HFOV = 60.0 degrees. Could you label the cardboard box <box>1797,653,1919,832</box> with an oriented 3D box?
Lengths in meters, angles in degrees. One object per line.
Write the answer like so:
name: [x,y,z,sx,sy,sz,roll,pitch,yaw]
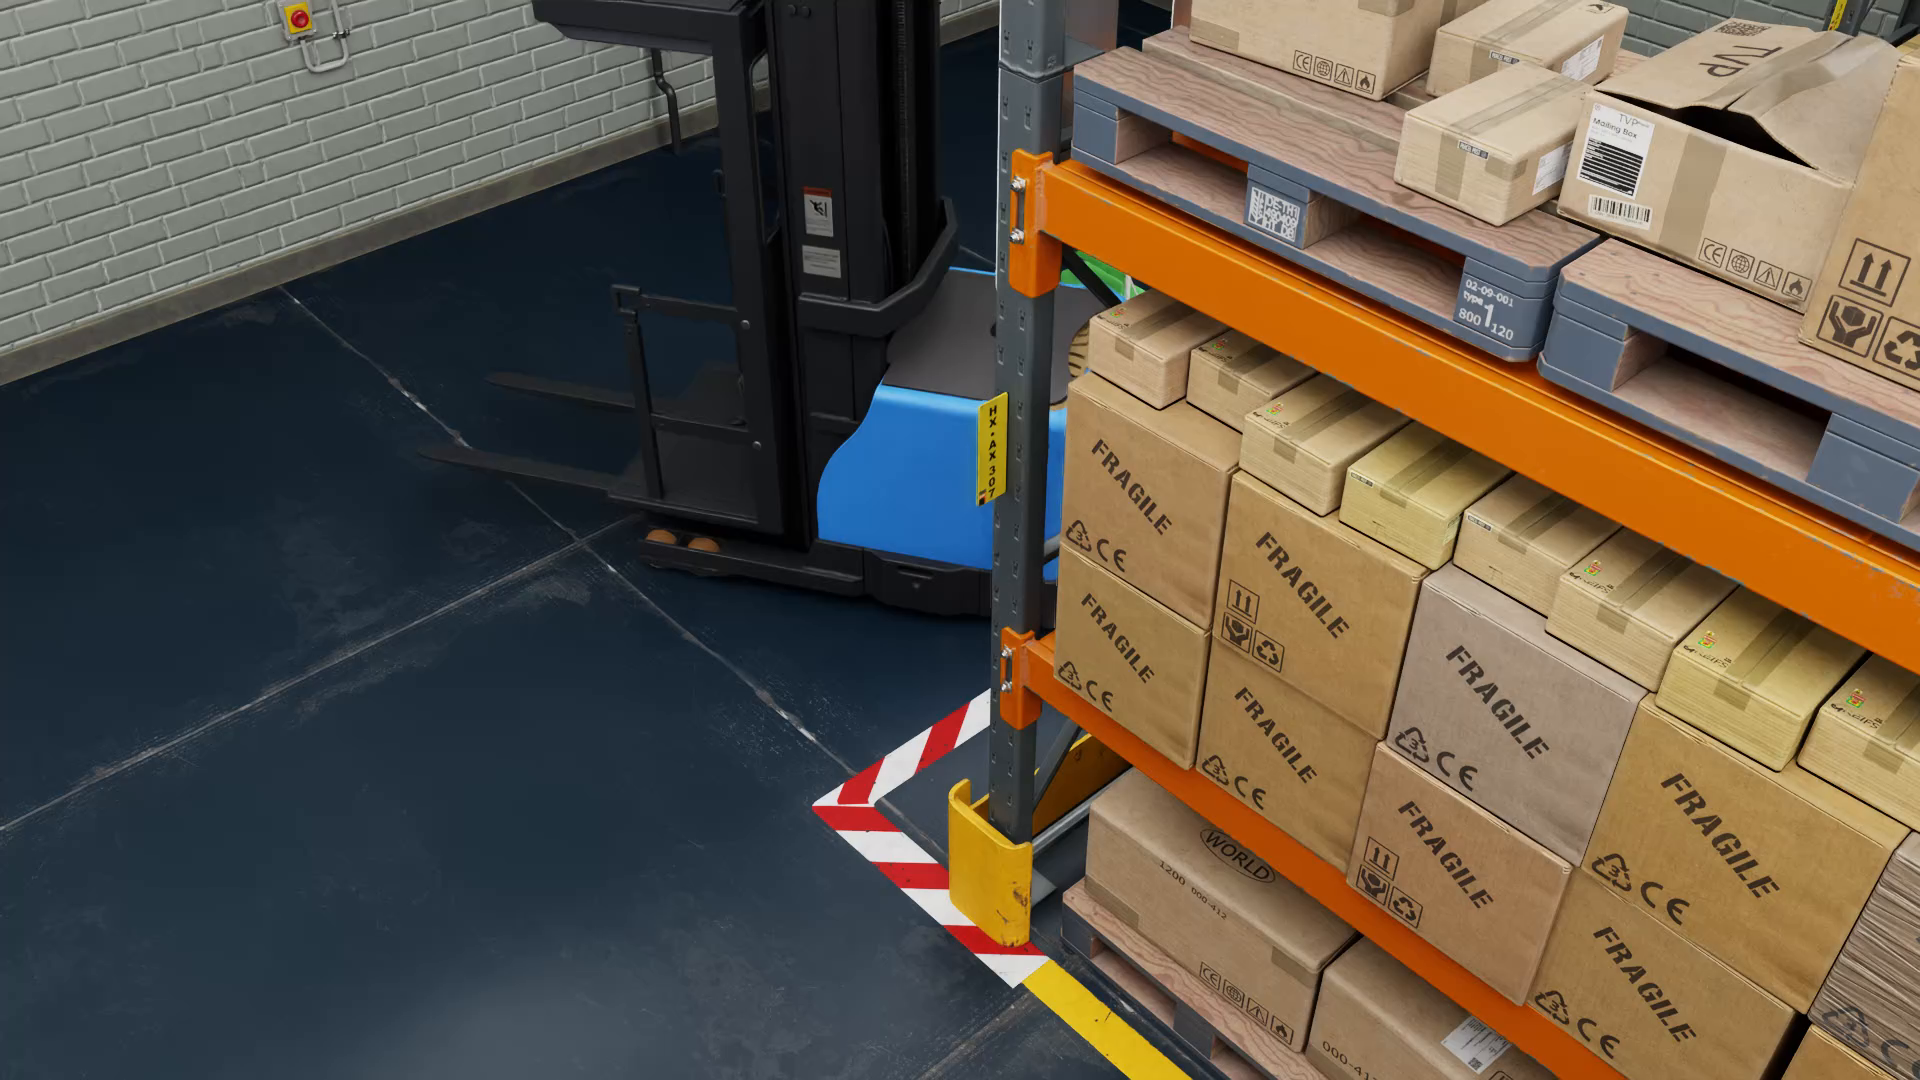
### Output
cardboard box: [1.766,0.335,3.056,0.380,0.149,0.250,-30,48,-32]

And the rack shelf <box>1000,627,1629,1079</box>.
rack shelf: [1.852,1.103,4.070,1.077,0.370,4.000,-30,48,-32]

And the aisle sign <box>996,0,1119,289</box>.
aisle sign: [0.237,-1.024,4.062,0.394,0.787,0.004,-30,48,-32]

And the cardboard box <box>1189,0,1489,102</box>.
cardboard box: [0.870,-1.244,3.721,0.500,0.250,0.500,30,47,31]

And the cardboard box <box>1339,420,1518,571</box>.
cardboard box: [1.047,-0.127,3.628,0.380,0.149,0.250,-32,49,-33]

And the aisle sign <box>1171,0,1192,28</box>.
aisle sign: [0.679,-1.279,4.377,0.394,0.787,0.004,-30,48,-32]

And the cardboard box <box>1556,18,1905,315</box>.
cardboard box: [1.474,-0.723,3.028,0.500,0.311,0.500,-29,47,-31]

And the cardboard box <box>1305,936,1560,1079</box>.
cardboard box: [1.644,1.414,4.817,0.875,0.438,0.875,-29,47,-31]

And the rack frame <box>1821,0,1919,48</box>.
rack frame: [4.153,-2.214,7.604,1.000,3.000,0.127,-30,48,-32]

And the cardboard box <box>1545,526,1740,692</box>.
cardboard box: [1.402,0.106,3.340,0.380,0.149,0.250,-30,47,-31]

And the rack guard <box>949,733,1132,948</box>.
rack guard: [0.483,0.859,5.789,1.175,0.500,0.348,-30,48,-32]

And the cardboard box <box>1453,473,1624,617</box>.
cardboard box: [1.264,-0.028,3.505,0.380,0.149,0.250,-29,47,-31]

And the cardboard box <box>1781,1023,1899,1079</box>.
cardboard box: [1.999,1.141,3.370,0.500,0.500,0.500,-31,48,-32]

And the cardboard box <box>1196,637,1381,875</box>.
cardboard box: [0.975,0.425,4.257,0.500,0.500,0.500,-31,48,-32]

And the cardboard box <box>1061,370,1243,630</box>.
cardboard box: [0.614,-0.187,4.219,0.500,0.500,0.500,-31,48,-33]

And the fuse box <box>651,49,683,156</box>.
fuse box: [-1.686,-3.026,9.635,0.539,1.711,0.414,-30,48,-32]

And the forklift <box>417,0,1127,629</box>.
forklift: [-0.866,-1.292,6.517,3.031,2.935,1.130,10,40,13]

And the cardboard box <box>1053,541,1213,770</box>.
cardboard box: [0.612,0.202,4.532,0.500,0.500,0.500,-30,48,-32]

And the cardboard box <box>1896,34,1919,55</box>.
cardboard box: [4.261,-1.947,7.156,0.500,0.250,0.500,-30,47,-32]

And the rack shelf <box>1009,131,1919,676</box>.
rack shelf: [1.852,-0.064,3.127,1.077,0.370,4.000,-30,48,-32]

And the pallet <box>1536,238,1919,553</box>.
pallet: [1.838,-0.332,2.956,1.003,0.211,1.213,-30,48,-32]

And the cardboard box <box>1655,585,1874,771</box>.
cardboard box: [1.553,0.235,3.181,0.380,0.149,0.250,-31,48,-33]

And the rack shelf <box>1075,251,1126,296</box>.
rack shelf: [0.635,-1.239,7.167,0.258,0.148,0.480,-27,46,-29]

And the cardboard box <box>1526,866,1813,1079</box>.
cardboard box: [1.657,0.893,3.678,0.500,0.500,0.500,-28,47,-30]

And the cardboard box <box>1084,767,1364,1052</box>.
cardboard box: [1.019,0.994,5.337,0.875,0.438,0.875,-32,49,-33]

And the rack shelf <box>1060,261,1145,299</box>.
rack shelf: [0.635,-1.053,7.318,0.258,0.148,0.480,-27,46,-29]

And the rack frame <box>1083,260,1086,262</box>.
rack frame: [0.483,-1.035,7.577,0.240,1.200,0.015,-27,46,-29]

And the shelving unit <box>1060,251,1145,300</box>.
shelving unit: [0.635,-0.916,7.429,0.258,1.200,0.503,-27,46,-29]

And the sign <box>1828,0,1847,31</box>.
sign: [3.753,-2.320,7.046,0.100,0.325,0.005,-30,48,-32]

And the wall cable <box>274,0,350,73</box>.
wall cable: [-3.332,-3.110,7.880,0.585,1.953,0.123,-30,48,-32]

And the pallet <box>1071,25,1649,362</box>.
pallet: [1.008,-0.896,3.656,1.003,0.211,1.213,-30,48,-32]

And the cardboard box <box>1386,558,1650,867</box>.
cardboard box: [1.322,0.284,3.636,0.500,0.500,0.500,-30,48,-32]

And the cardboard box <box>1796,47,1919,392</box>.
cardboard box: [1.752,-0.514,2.619,0.500,0.500,0.500,-29,47,-31]

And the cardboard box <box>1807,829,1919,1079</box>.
cardboard box: [1.993,0.750,3.059,0.500,0.500,0.500,-29,47,-31]

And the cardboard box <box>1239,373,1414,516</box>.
cardboard box: [0.856,-0.241,3.769,0.380,0.149,0.250,-28,47,-31]

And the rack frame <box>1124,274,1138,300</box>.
rack frame: [0.788,-0.796,7.281,0.240,1.200,0.015,-27,46,-29]

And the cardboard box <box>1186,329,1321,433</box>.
cardboard box: [0.765,-0.410,3.979,0.380,0.149,0.250,-29,47,-31]

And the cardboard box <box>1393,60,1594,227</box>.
cardboard box: [1.065,-0.773,3.219,0.380,0.149,0.250,-28,47,-30]

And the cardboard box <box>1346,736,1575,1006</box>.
cardboard box: [1.305,0.668,3.956,0.500,0.500,0.500,-30,48,-32]

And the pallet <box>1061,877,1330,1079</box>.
pallet: [1.097,1.319,5.449,1.003,0.211,1.213,-30,48,-32]

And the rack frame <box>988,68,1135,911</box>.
rack frame: [0.499,-0.103,4.990,1.000,3.000,0.127,-30,48,-32]

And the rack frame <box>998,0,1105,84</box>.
rack frame: [0.499,-2.437,3.105,1.000,3.000,0.127,-30,48,-32]

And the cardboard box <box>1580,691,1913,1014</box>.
cardboard box: [1.660,0.514,3.351,0.500,0.500,0.500,-30,48,-32]

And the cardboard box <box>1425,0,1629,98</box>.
cardboard box: [1.212,-1.044,3.554,0.250,0.149,0.380,30,48,32]

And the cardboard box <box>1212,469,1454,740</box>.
cardboard box: [0.968,0.049,3.927,0.500,0.500,0.500,-31,48,-33]

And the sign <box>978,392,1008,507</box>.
sign: [0.086,-0.237,4.404,0.100,0.325,0.005,-30,48,-32]

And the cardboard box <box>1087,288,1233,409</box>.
cardboard box: [0.535,-0.501,4.091,0.380,0.149,0.250,-29,47,-31]
